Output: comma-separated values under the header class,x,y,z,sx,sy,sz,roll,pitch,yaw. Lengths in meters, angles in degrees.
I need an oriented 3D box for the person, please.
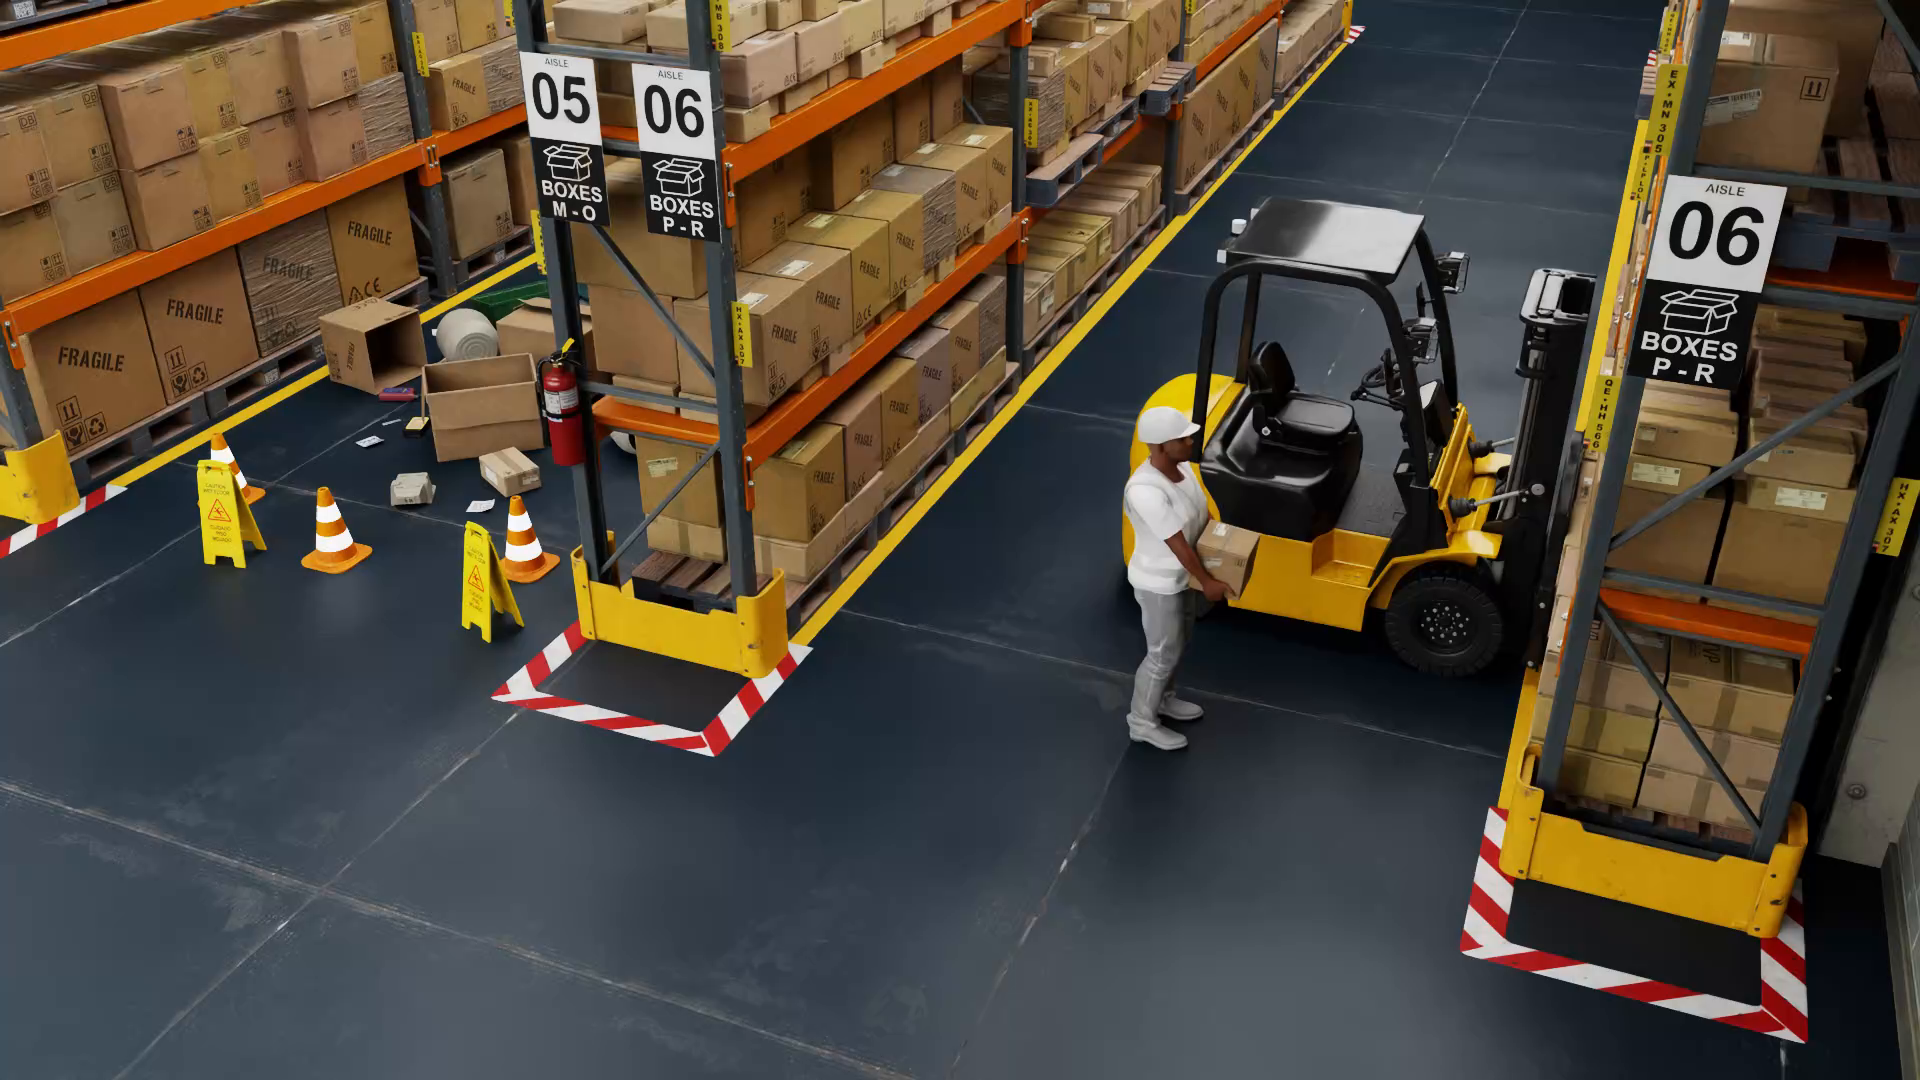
class,x,y,z,sx,sy,sz,roll,pitch,yaw
person,1.089,0.189,8.048,0.577,1.758,0.502,11,31,19
